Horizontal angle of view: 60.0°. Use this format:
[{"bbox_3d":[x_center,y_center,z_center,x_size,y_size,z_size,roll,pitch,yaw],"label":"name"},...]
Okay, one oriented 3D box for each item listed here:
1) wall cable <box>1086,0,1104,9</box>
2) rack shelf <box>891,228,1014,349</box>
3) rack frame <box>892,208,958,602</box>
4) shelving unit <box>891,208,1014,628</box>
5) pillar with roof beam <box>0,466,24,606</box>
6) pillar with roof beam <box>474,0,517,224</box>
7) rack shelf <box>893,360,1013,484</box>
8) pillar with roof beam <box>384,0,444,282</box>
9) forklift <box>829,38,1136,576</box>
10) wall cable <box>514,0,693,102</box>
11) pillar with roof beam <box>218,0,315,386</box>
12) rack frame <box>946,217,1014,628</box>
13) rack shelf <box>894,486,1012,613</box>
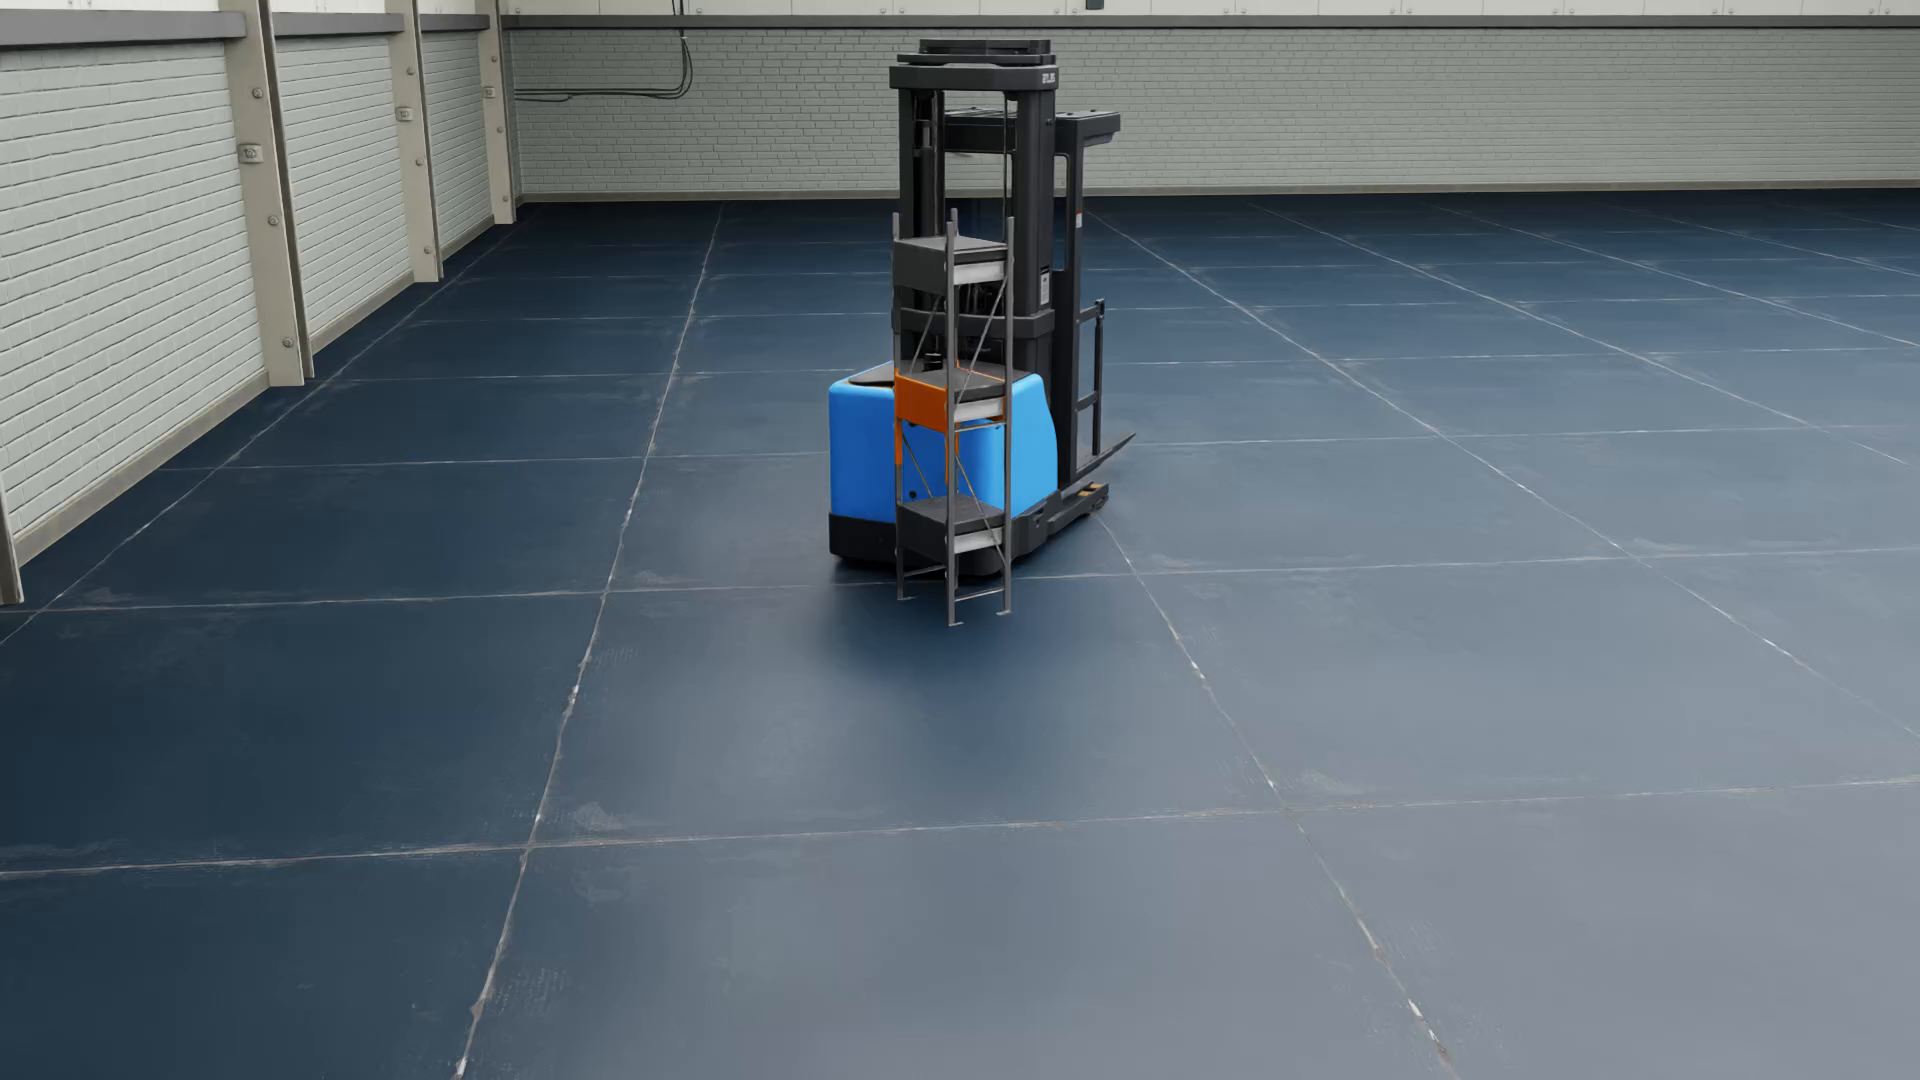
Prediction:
[{"bbox_3d":[3.333,-12.093,27.996,2.305,6.003,0.169,-2,18,-6],"label":"wall cable"},{"bbox_3d":[-0.040,-1.293,8.498,0.431,0.518,0.480,-12,21,-33],"label":"rack shelf"},{"bbox_3d":[-0.181,-0.698,8.894,0.400,2.100,0.015,-12,21,-33],"label":"rack frame"},{"bbox_3d":[-0.040,-0.638,8.704,0.431,2.100,0.503,-12,21,-33],"label":"shelving unit"},{"bbox_3d":[-0.984,-4.034,8.002,9.100,9.000,0.400,-2,18,-6],"label":"pillar with roof beam"},{"bbox_3d":[-2.841,-9.396,25.084,9.100,9.000,0.400,-2,18,-6],"label":"pillar with roof beam"},{"bbox_3d":[-0.040,-0.625,8.708,0.431,0.518,0.480,-12,21,-33],"label":"rack shelf"},{"bbox_3d":[-2.222,-7.609,19.390,9.100,9.000,0.400,-2,18,-6],"label":"pillar with roof beam"},{"bbox_3d":[0.319,-1.596,10.367,1.130,2.935,3.031,8,19,24],"label":"forklift"},{"bbox_3d":[-6.112,-8.701,28.051,3.097,2.526,0.112,-2,18,-6],"label":"wall cable"},{"bbox_3d":[-1.603,-5.821,13.696,9.100,9.000,0.400,-2,18,-6],"label":"pillar with roof beam"},{"bbox_3d":[0.101,-0.578,8.514,0.400,2.100,0.015,-12,21,-33],"label":"rack frame"},{"bbox_3d":[-0.040,0.043,8.917,0.431,0.518,0.480,-12,21,-33],"label":"rack shelf"}]
